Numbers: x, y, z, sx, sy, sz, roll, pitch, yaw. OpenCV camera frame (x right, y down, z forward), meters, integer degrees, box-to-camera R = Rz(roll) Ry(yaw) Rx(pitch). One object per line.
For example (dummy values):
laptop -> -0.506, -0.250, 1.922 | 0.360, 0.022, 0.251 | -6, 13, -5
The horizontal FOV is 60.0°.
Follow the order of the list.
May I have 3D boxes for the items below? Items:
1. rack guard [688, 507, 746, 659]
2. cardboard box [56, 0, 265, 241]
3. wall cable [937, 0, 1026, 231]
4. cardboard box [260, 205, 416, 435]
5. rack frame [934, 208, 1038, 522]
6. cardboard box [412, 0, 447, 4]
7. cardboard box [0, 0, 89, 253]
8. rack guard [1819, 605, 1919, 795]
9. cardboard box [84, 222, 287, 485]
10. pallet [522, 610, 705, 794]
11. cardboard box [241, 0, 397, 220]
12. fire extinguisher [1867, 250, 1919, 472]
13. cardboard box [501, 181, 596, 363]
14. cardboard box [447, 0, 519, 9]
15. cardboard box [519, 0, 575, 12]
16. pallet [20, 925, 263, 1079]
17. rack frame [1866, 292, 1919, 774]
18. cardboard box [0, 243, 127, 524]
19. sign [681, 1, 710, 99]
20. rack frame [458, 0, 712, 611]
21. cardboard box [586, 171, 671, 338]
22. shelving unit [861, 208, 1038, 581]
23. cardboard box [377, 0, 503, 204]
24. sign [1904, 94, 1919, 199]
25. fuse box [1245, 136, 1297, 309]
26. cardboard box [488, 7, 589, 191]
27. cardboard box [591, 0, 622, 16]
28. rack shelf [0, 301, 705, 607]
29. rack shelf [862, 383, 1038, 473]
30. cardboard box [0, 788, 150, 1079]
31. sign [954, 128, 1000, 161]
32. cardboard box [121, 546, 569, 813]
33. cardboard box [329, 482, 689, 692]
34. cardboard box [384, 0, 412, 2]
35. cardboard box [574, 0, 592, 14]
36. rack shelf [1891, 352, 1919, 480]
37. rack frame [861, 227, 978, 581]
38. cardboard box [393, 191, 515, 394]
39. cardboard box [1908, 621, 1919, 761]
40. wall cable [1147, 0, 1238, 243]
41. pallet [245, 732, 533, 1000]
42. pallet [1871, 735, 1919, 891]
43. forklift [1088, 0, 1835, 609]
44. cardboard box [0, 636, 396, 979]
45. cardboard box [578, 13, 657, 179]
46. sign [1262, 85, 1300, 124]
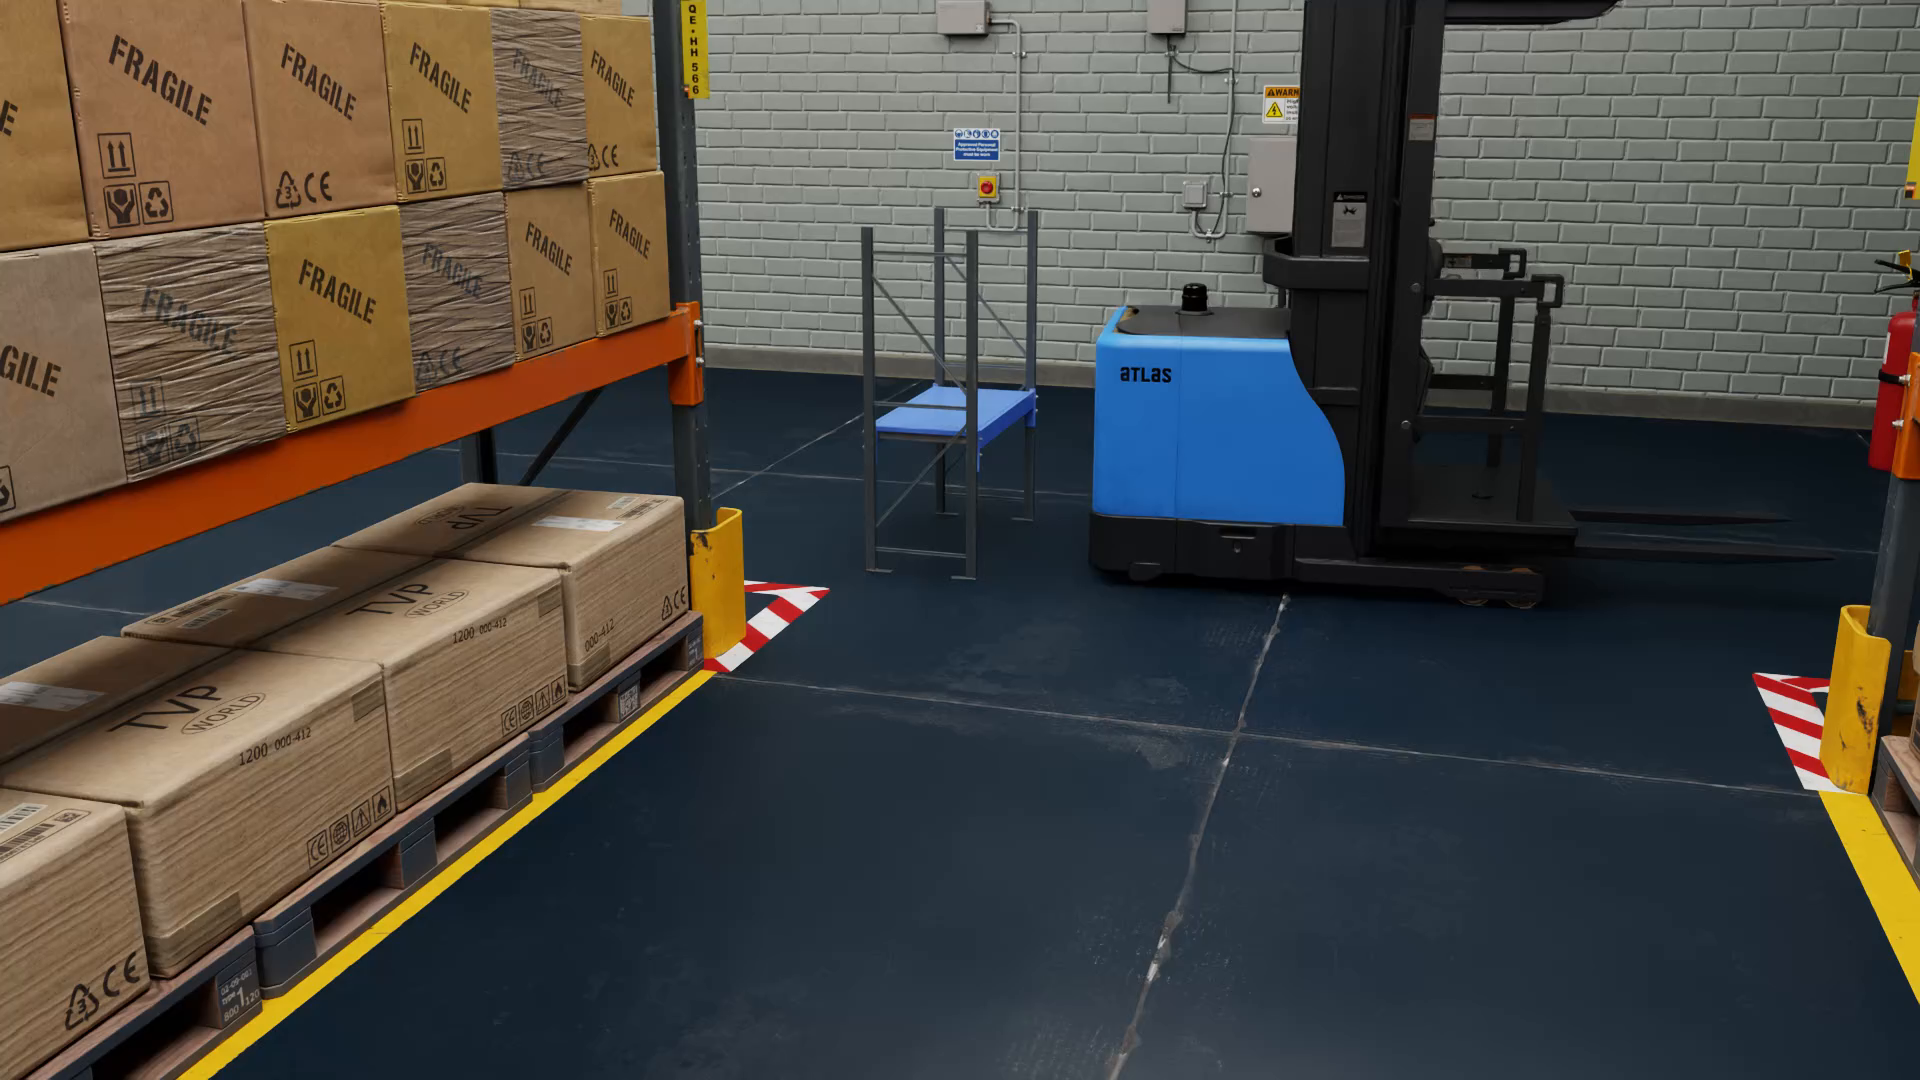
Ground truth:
rack guard -> -1.430, 0.122, 6.482 | 1.175, 0.500, 0.348 | 5, 16, 16
cardboard box -> -1.900, -0.927, 3.586 | 0.500, 0.500, 0.500 | 5, 17, 17
wall cable -> 0.143, -3.055, 11.183 | 0.585, 1.953, 0.123 | 5, 16, 16
cardboard box -> -1.748, -0.574, 4.172 | 0.500, 0.500, 0.500 | 5, 17, 18
rack frame -> 0.120, -0.832, 8.015 | 0.500, 1.500, 0.032 | 5, 16, 16
cardboard box -> -1.642, -1.538, 4.550 | 0.380, 0.149, 0.250 | 4, 16, 15
cardboard box -> -2.057, -0.794, 3.116 | 0.500, 0.500, 0.500 | 4, 16, 15
rack guard -> 3.301, 0.532, 5.036 | 1.175, 0.500, 0.348 | 5, 16, 16
cardboard box -> -1.895, -0.439, 3.697 | 0.500, 0.500, 0.500 | 5, 17, 16
pallet -> -1.589, 0.483, 5.741 | 1.003, 0.211, 1.213 | 5, 16, 16
cardboard box -> -1.755, -1.059, 4.050 | 0.500, 0.500, 0.500 | 5, 16, 15
fire extinguisher -> 2.922, -0.548, 5.089 | 0.296, 0.674, 0.183 | 5, 16, 16
cardboard box -> -1.477, -0.845, 5.129 | 0.500, 0.500, 0.500 | 4, 16, 15
cardboard box -> -1.500, -1.601, 4.772 | 0.380, 0.149, 0.250 | 5, 17, 17
cardboard box -> -1.389, -1.663, 4.993 | 0.380, 0.149, 0.250 | 4, 16, 15
pallet -> -2.283, 1.121, 3.490 | 1.003, 0.211, 1.213 | 5, 16, 16
rack frame -> 3.323, -0.690, 4.765 | 1.000, 3.000, 0.127 | 5, 16, 16
cardboard box -> -2.042, -0.309, 3.240 | 0.500, 0.500, 0.500 | 5, 17, 16
sign -> -0.921, -1.699, 5.767 | 0.100, 0.325, 0.005 | 5, 16, 16
rack frame -> -1.437, -1.074, 6.119 | 1.000, 3.000, 0.127 | 5, 16, 16
cardboard box -> -1.320, -0.975, 5.588 | 0.500, 0.500, 0.500 | 5, 17, 16
shelving unit -> -0.024, -0.699, 7.546 | 0.538, 1.500, 1.048 | 5, 16, 16
cardboard box -> -1.610, -1.190, 4.514 | 0.500, 0.500, 0.500 | 5, 16, 16
sign -> 2.803, -1.149, 4.795 | 0.100, 0.325, 0.005 | 5, 16, 16
fuse box -> 2.116, -1.730, 10.793 | 0.539, 1.711, 0.414 | 5, 16, 16
cardboard box -> -1.466, -1.320, 4.969 | 0.500, 0.500, 0.500 | 5, 16, 16
cardboard box -> -1.347, -1.806, 5.495 | 0.380, 0.149, 0.250 | 5, 17, 17
rack shelf -> -2.005, -0.205, 4.372 | 1.077, 0.370, 4.000 | 5, 16, 16
rack shelf -> -0.024, -0.526, 7.595 | 0.538, 0.185, 1.000 | 5, 16, 16
cardboard box -> -2.292, 0.847, 3.271 | 0.875, 0.438, 0.875 | 4, 16, 15
sign -> 0.114, -2.701, 11.359 | 0.327, 0.218, 0.001 | 5, 16, 16
cardboard box -> -1.781, 0.377, 4.929 | 0.875, 0.438, 0.875 | 5, 17, 17
cardboard box -> -1.529, 0.137, 5.775 | 0.875, 0.438, 0.875 | 4, 16, 14
cardboard box -> -1.657, -1.468, 4.303 | 0.380, 0.149, 0.250 | 5, 17, 17
cardboard box -> -1.396, -1.738, 5.254 | 0.380, 0.149, 0.250 | 5, 17, 17
rack shelf -> 2.755, 0.179, 3.019 | 1.077, 0.370, 4.000 | 5, 16, 16
rack frame -> -0.169, -0.566, 7.077 | 0.500, 1.500, 0.032 | 5, 16, 16
cardboard box -> -1.614, -0.710, 4.652 | 0.500, 0.500, 0.500 | 5, 17, 17
cardboard box -> 3.058, 0.462, 4.510 | 0.797, 0.503, 0.637 | 4, 16, 14
wall cable -> 1.506, -2.933, 10.811 | 0.588, 1.984, 0.122 | 5, 16, 16
pallet -> -1.938, 0.801, 4.619 | 1.003, 0.211, 1.213 | 5, 16, 16
pallet -> 3.076, 0.880, 4.340 | 1.003, 0.211, 1.213 | 5, 16, 16
forklift -> 2.123, -1.284, 6.986 | 3.031, 2.935, 1.130 | 3, 16, 10
cardboard box -> -2.039, 0.613, 4.097 | 0.875, 0.438, 0.875 | 4, 16, 14
cardboard box -> -1.346, -1.459, 5.459 | 0.500, 0.500, 0.500 | 5, 17, 18
sign -> 2.121, -2.806, 10.711 | 0.339, 0.242, 0.001 | 5, 16, 16
